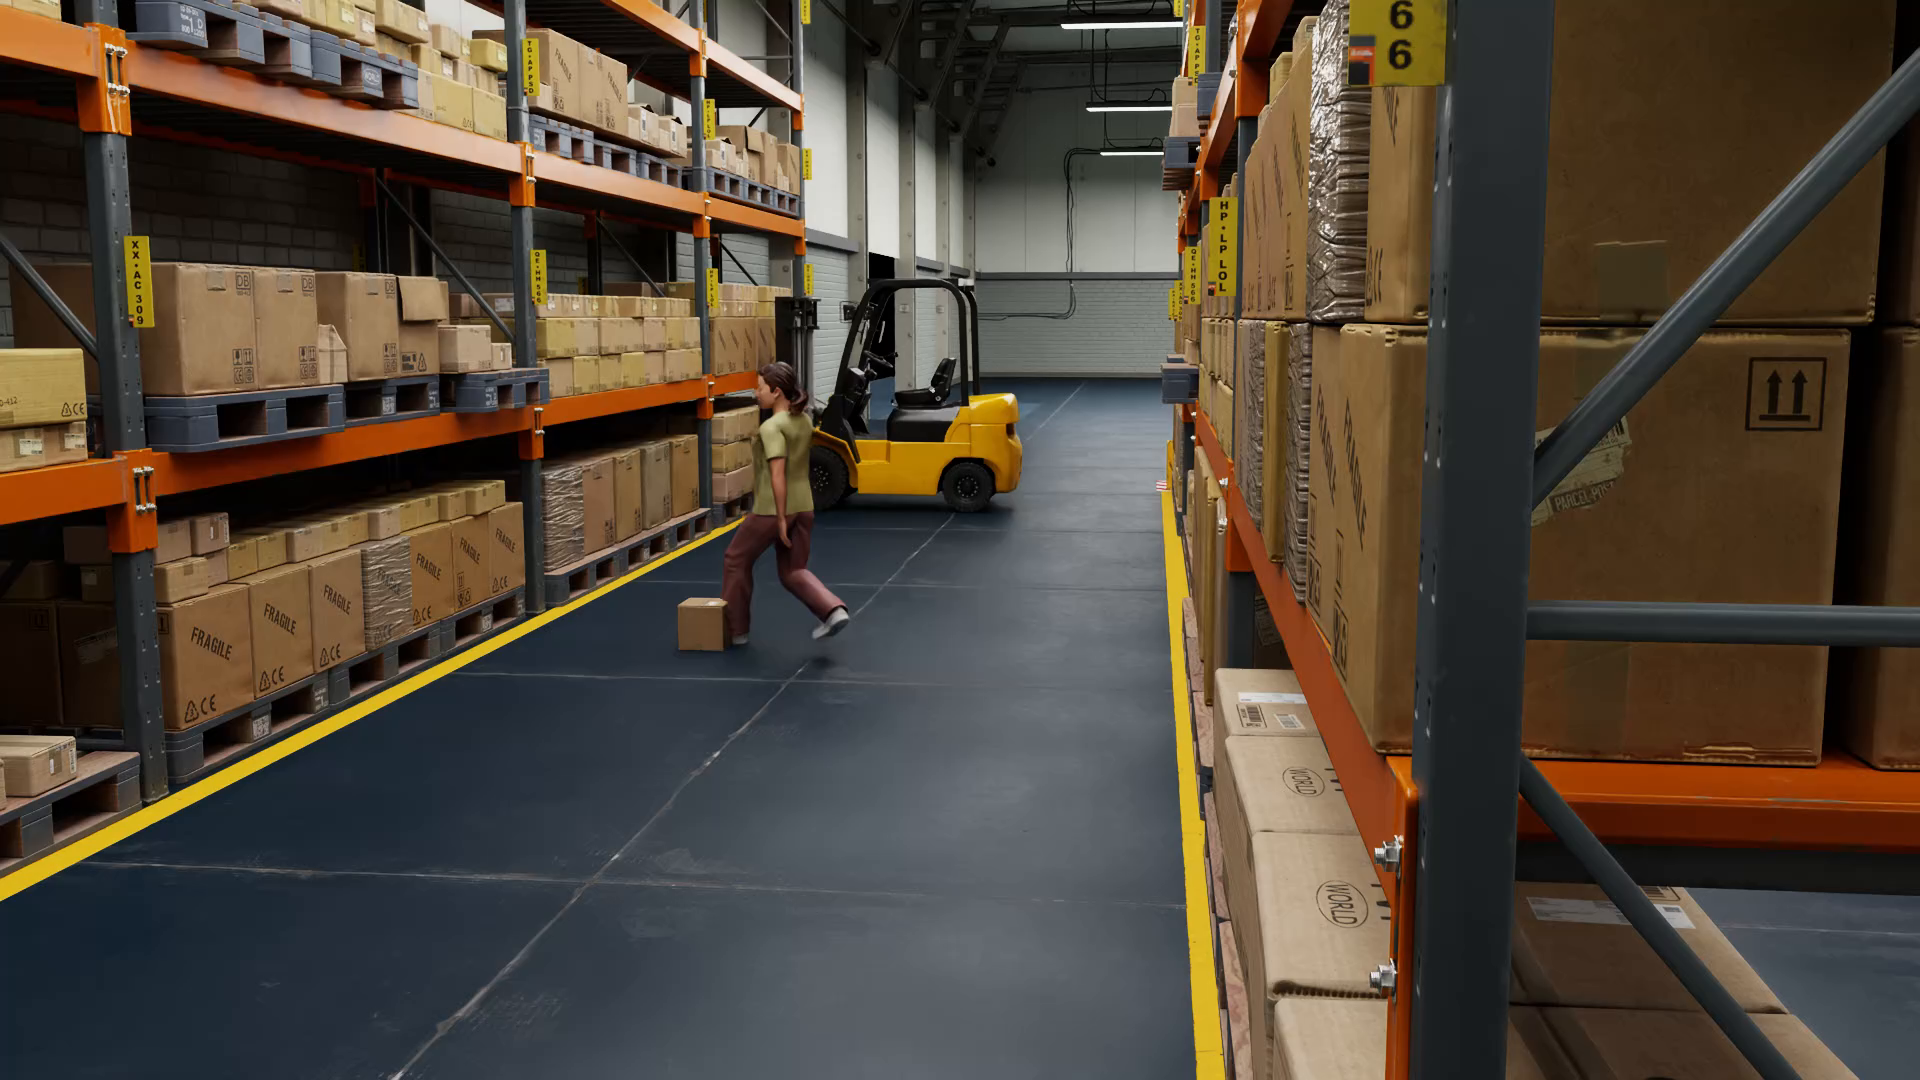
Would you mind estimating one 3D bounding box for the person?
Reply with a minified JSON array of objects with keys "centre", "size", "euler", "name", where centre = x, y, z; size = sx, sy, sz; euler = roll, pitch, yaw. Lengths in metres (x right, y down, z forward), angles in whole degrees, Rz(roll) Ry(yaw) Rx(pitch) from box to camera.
[{"centre":[-1.032,-0.175,8.986],"size":[1.042,1.568,0.425],"euler":[6,10,38],"name":"person"}]
